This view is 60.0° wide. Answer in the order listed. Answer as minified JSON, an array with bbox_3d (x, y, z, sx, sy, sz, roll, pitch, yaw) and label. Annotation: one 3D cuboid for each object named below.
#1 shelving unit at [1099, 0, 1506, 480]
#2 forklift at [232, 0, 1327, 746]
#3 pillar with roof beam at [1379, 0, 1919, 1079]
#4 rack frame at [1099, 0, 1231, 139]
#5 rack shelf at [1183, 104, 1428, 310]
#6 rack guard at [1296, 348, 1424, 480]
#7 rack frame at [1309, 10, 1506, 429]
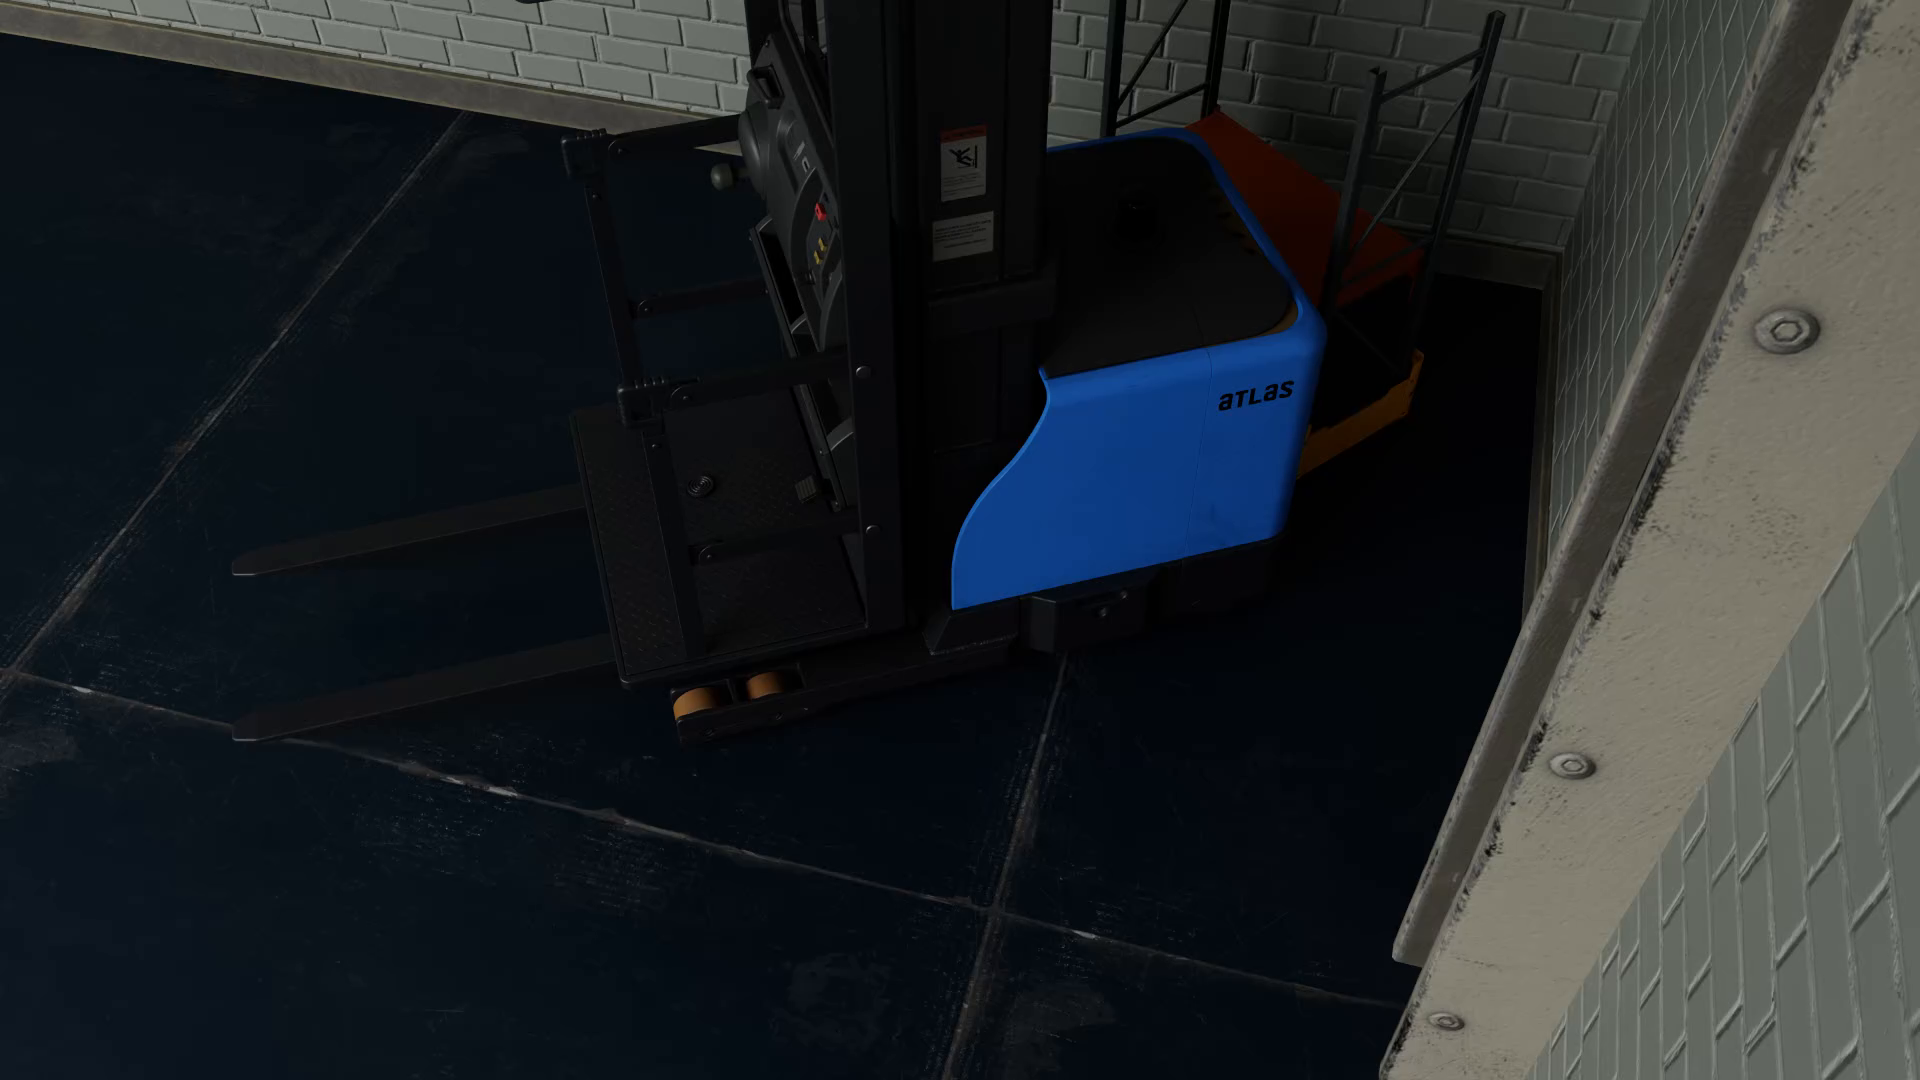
[{"bbox_3d":[0.974,-1.127,5.245,0.587,1.500,1.083,-29,55,-23],"label":"shelving unit"},{"bbox_3d":[-0.598,-0.839,4.036,3.031,2.935,1.130,-12,50,-11],"label":"forklift"},{"bbox_3d":[-2.926,-2.612,1.553,9.100,9.000,0.400,12,50,10],"label":"pillar with roof beam"},{"bbox_3d":[0.667,-1.440,5.520,0.500,1.500,0.032,-29,55,-23],"label":"rack frame"},{"bbox_3d":[0.968,-1.014,5.384,0.538,0.185,1.000,-29,55,-23],"label":"rack shelf"},{"bbox_3d":[1.269,-0.413,5.448,0.587,0.250,0.087,-29,55,-23],"label":"rack guard"},{"bbox_3d":[1.270,-0.826,4.979,0.500,1.500,0.032,-29,55,-23],"label":"rack frame"}]
